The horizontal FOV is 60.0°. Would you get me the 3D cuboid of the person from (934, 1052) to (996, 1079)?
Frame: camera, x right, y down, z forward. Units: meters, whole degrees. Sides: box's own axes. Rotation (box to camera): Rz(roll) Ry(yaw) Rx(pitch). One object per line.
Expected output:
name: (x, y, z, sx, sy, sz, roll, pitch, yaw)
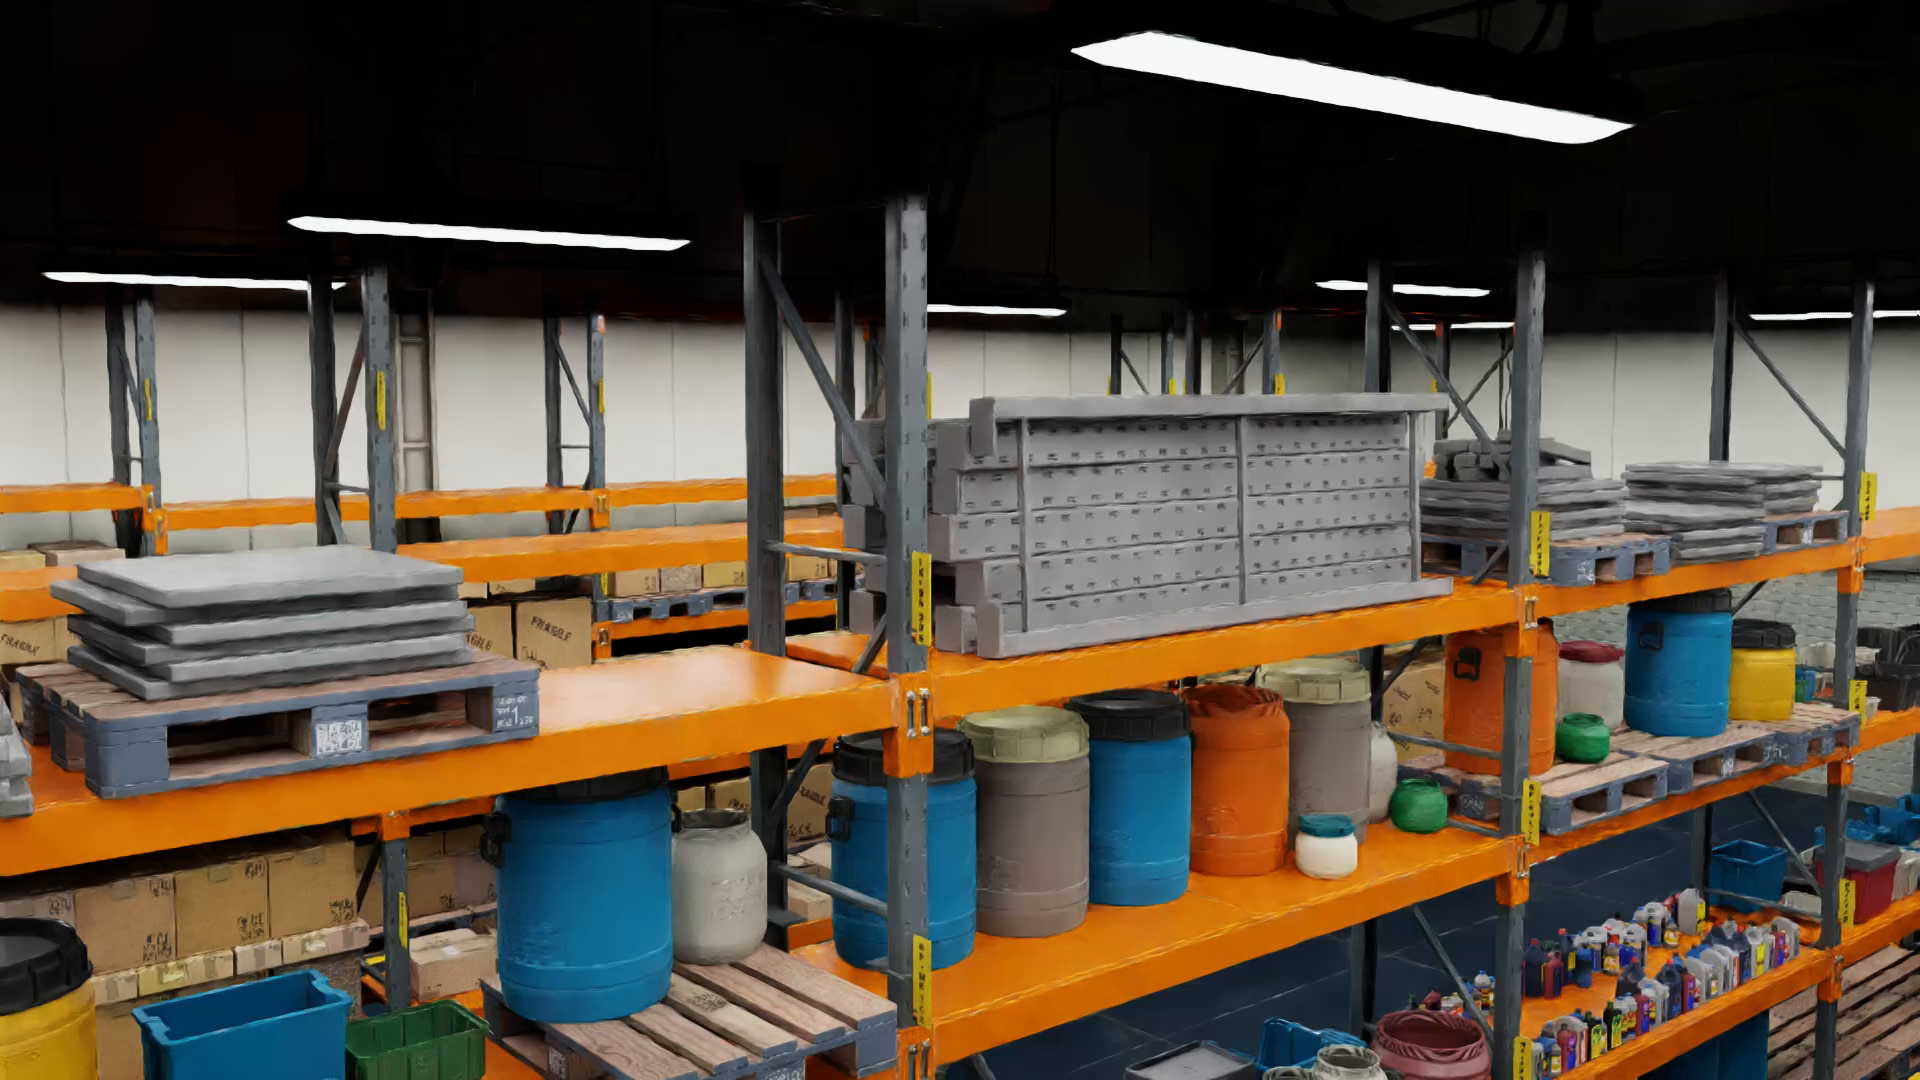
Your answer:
person: (-0.135, 3.211, 11.435, 1.115, 1.700, 0.543, -4, 7, -38)
